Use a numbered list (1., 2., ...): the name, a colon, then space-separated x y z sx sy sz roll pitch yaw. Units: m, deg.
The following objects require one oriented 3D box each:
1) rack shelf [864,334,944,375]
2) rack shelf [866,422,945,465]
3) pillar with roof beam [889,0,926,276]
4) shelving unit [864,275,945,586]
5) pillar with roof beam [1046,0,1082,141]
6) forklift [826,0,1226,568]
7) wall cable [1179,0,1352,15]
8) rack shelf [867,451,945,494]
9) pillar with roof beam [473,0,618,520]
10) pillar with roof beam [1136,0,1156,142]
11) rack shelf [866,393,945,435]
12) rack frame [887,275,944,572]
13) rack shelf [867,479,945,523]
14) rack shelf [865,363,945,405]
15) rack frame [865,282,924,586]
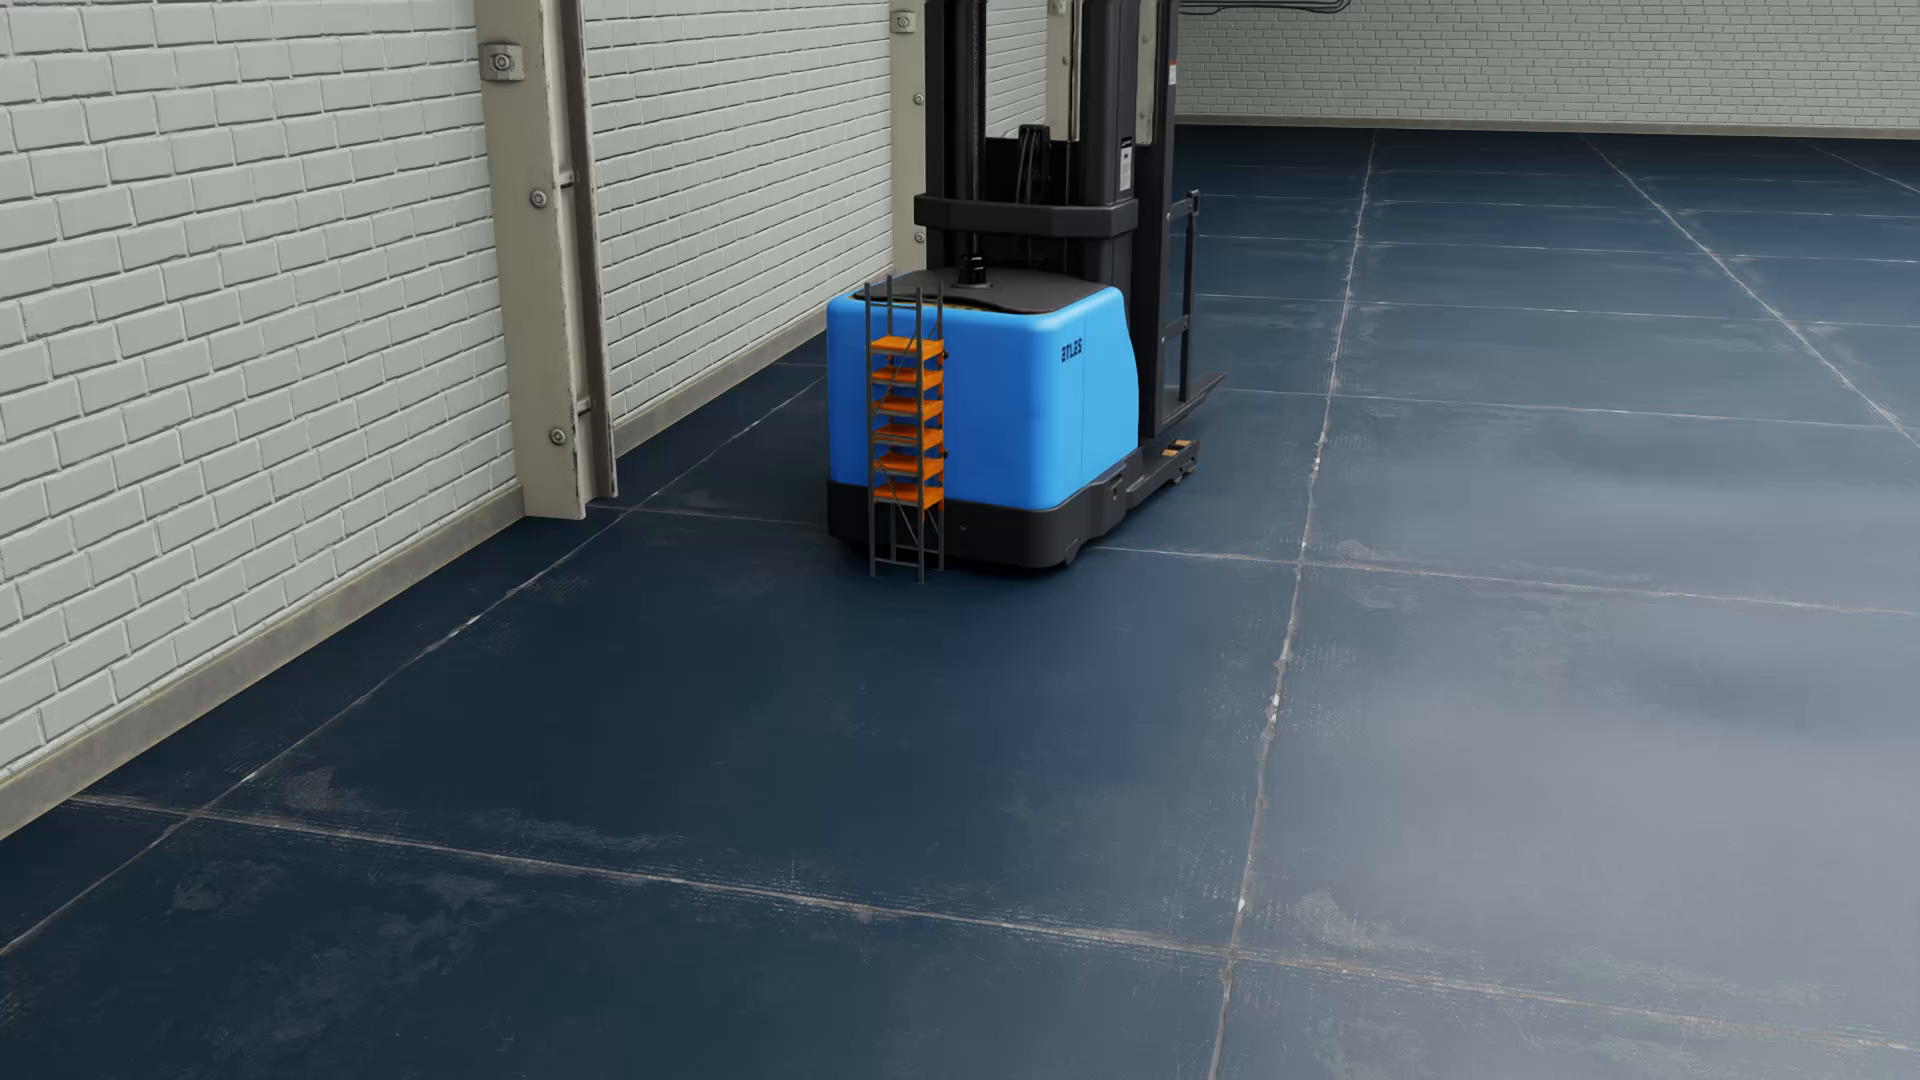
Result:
1. rack shelf: -0.216 -0.726 6.479 0.258 0.103 0.180 9 21 24
2. rack shelf: -0.216 -0.385 6.596 0.258 0.103 0.180 9 21 24
3. pillar with roof beam: 3.839 -5.963 10.723 9.100 9.000 0.400 5 19 13
4. shelving unit: -0.216 -0.427 6.581 0.258 1.200 0.189 9 21 24
5. pillar with roof beam: 5.305 -7.844 16.229 9.100 9.000 0.400 5 19 13
6. forklift: 0.525 -1.710 7.658 1.130 2.935 3.031 9 21 24
7. wall cable: 4.599 -9.414 25.630 3.097 2.526 0.112 5 19 13
8. rack shelf: -0.216 -0.271 6.635 0.258 0.103 0.180 9 21 24
9. pillar with roof beam: 2.373 -4.082 5.218 9.100 9.000 0.400 5 19 13
10. pillar with roof beam: 6.771 -9.724 21.735 9.100 9.000 0.400 5 19 13
11. rack shelf: -0.216 -0.499 6.557 0.258 0.103 0.180 9 21 24
12. rack frame: -0.177 -0.454 6.660 0.240 1.200 0.006 9 21 24
13. rack shelf: -0.216 -0.158 6.673 0.258 0.103 0.180 9 21 24
14. rack shelf: -0.216 -0.612 6.518 0.258 0.103 0.180 9 21 24
15. rack frame: -0.255 -0.400 6.503 0.240 1.200 0.006 9 21 24
